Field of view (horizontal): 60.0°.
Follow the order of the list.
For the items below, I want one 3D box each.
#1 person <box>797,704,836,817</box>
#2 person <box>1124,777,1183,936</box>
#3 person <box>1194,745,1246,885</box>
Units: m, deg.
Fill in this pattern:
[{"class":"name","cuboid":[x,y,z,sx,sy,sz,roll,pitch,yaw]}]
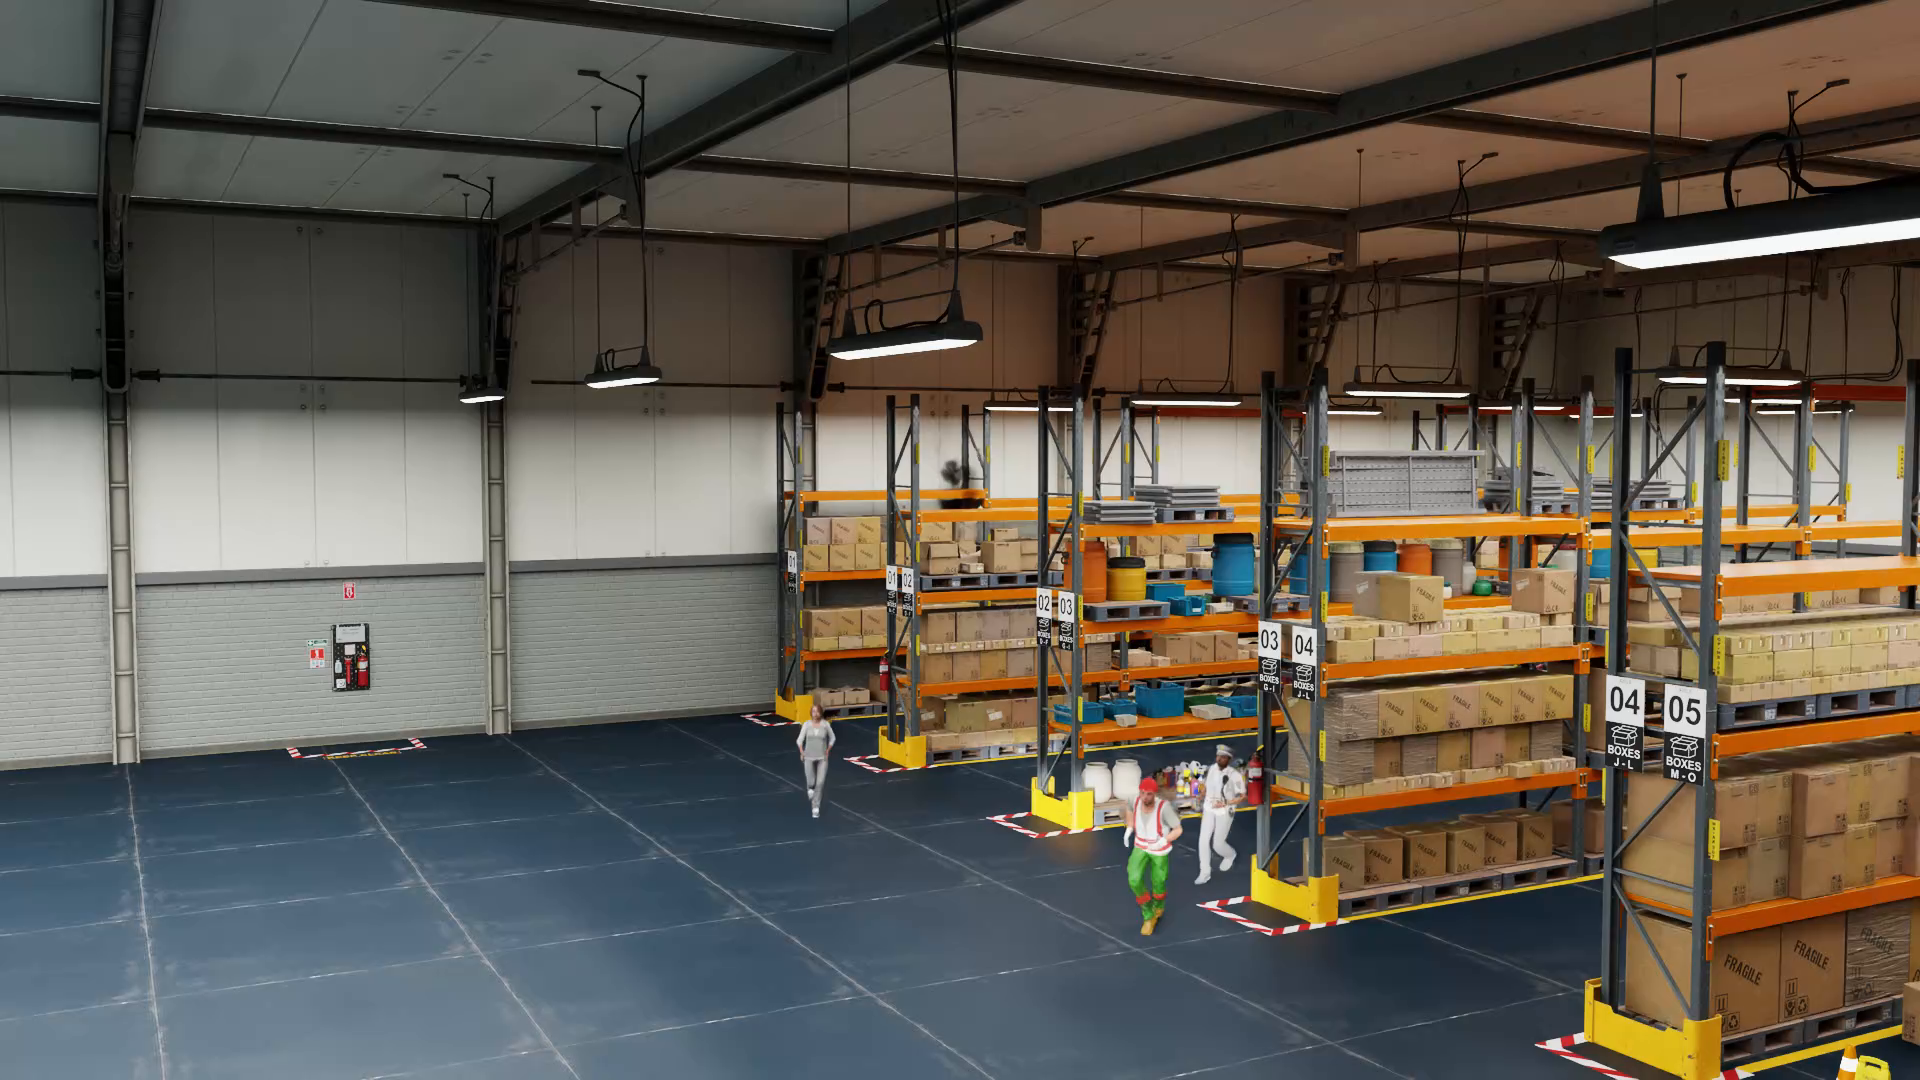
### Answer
[{"class":"person","cuboid":[-2.015,3.077,23.366,0.542,1.563,0.543,0,3,-5]},{"class":"person","cuboid":[2.077,3.334,17.797,0.684,1.711,0.947,1,3,22]},{"class":"person","cuboid":[3.131,3.239,19.750,0.619,1.682,0.751,3,4,43]}]
